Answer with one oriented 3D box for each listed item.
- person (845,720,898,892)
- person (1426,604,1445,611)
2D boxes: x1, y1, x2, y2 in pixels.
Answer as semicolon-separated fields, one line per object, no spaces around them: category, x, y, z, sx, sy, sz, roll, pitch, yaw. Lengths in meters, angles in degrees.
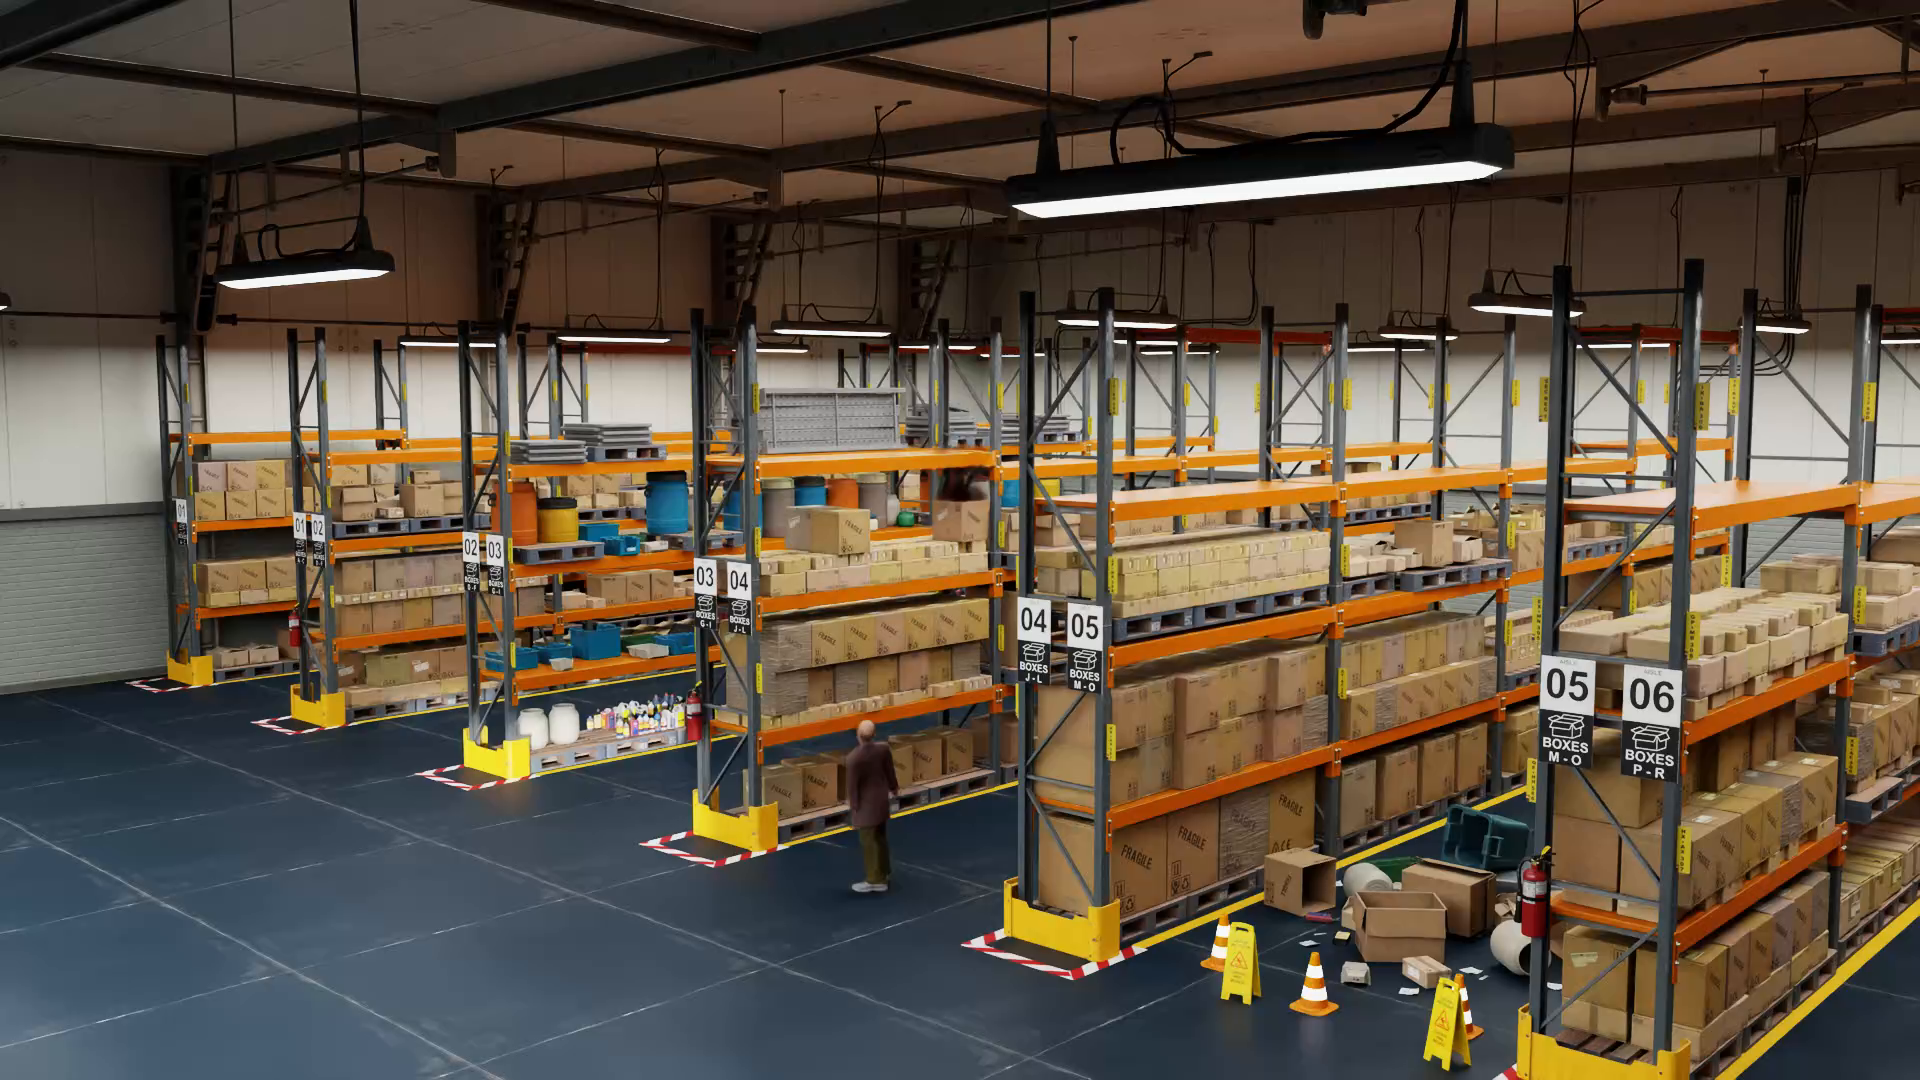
person;-0.866;2.685;16.987;0.424;1.780;0.798;3;6;28
person;8.924;1.418;31.425;0.637;1.589;0.391;1;5;9
